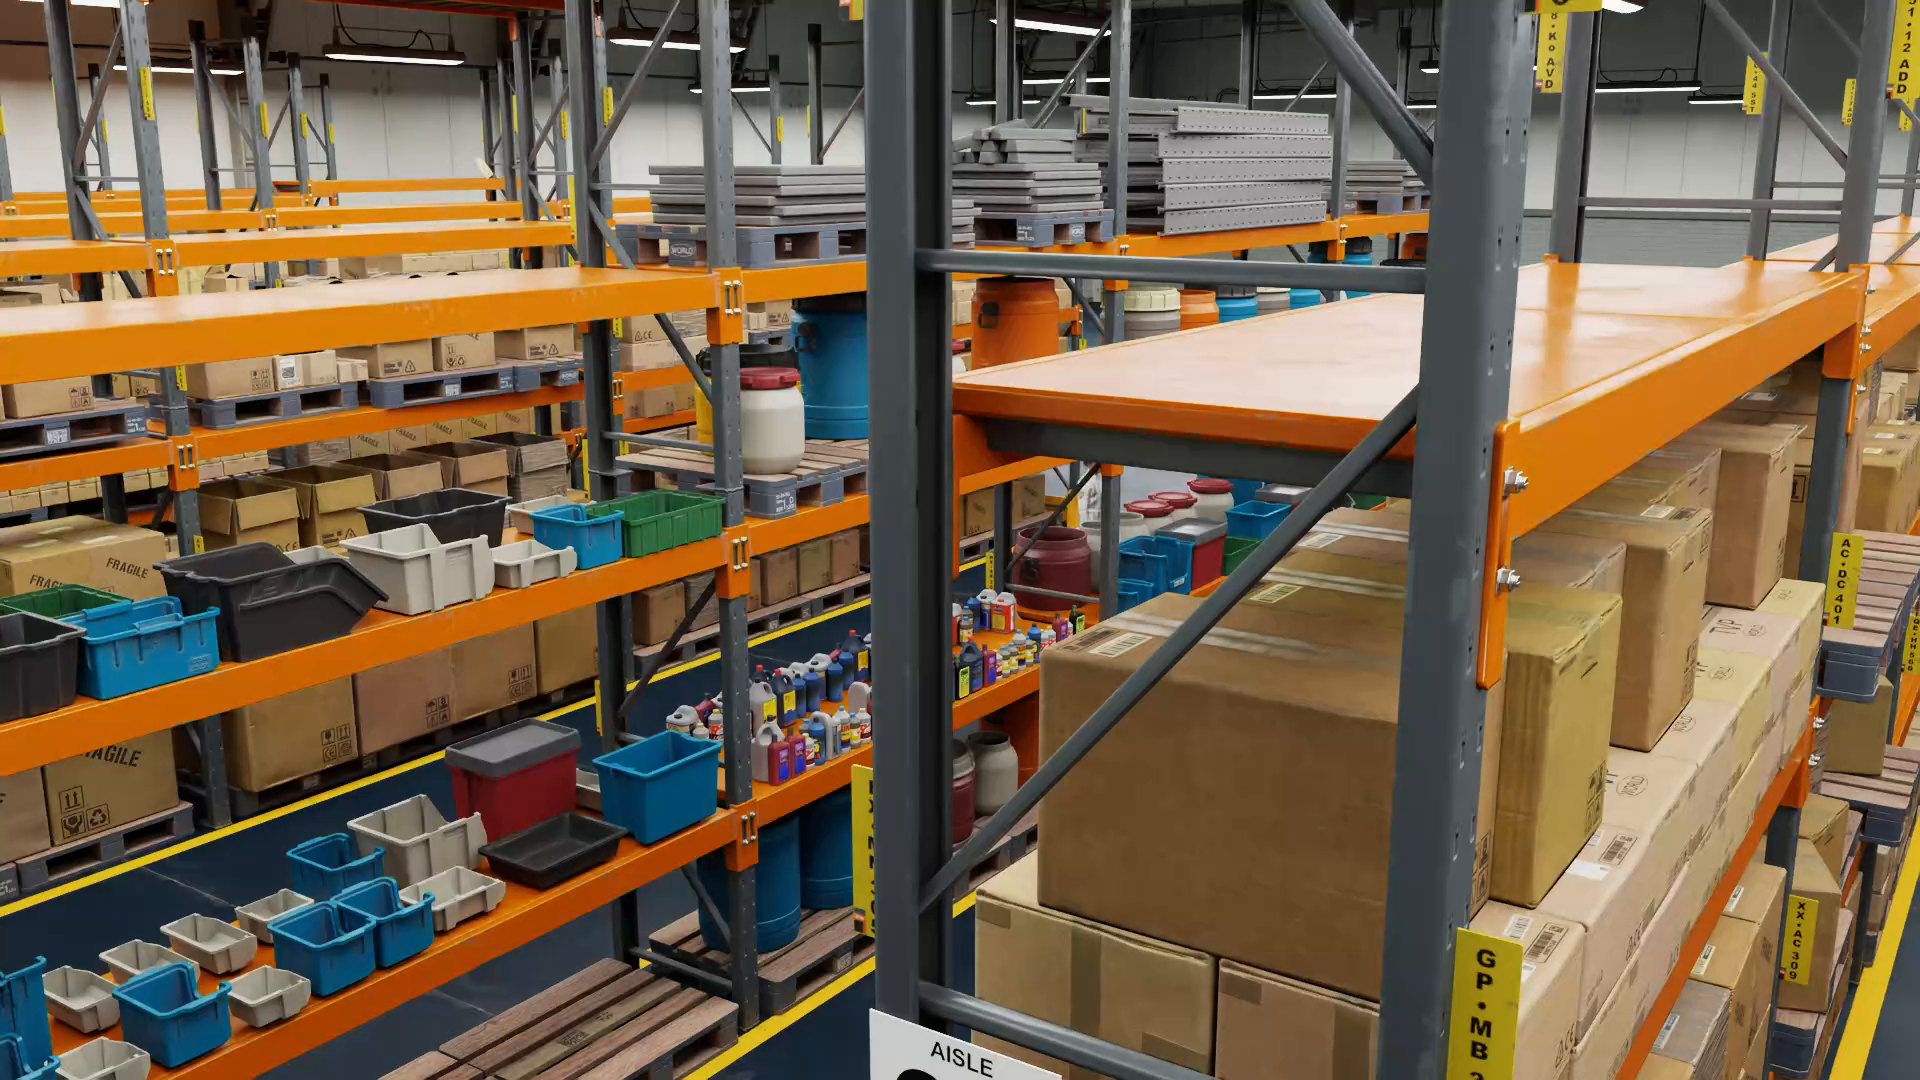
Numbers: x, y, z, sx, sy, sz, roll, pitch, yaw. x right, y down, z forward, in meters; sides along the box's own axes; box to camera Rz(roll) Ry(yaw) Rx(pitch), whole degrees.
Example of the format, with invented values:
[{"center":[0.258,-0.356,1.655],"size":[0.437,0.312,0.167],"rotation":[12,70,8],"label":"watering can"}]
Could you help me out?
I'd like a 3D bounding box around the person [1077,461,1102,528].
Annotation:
[{"center":[1.412,-0.143,17.584],"size":[0.613,1.715,0.523],"rotation":[9,16,34],"label":"person"}]
